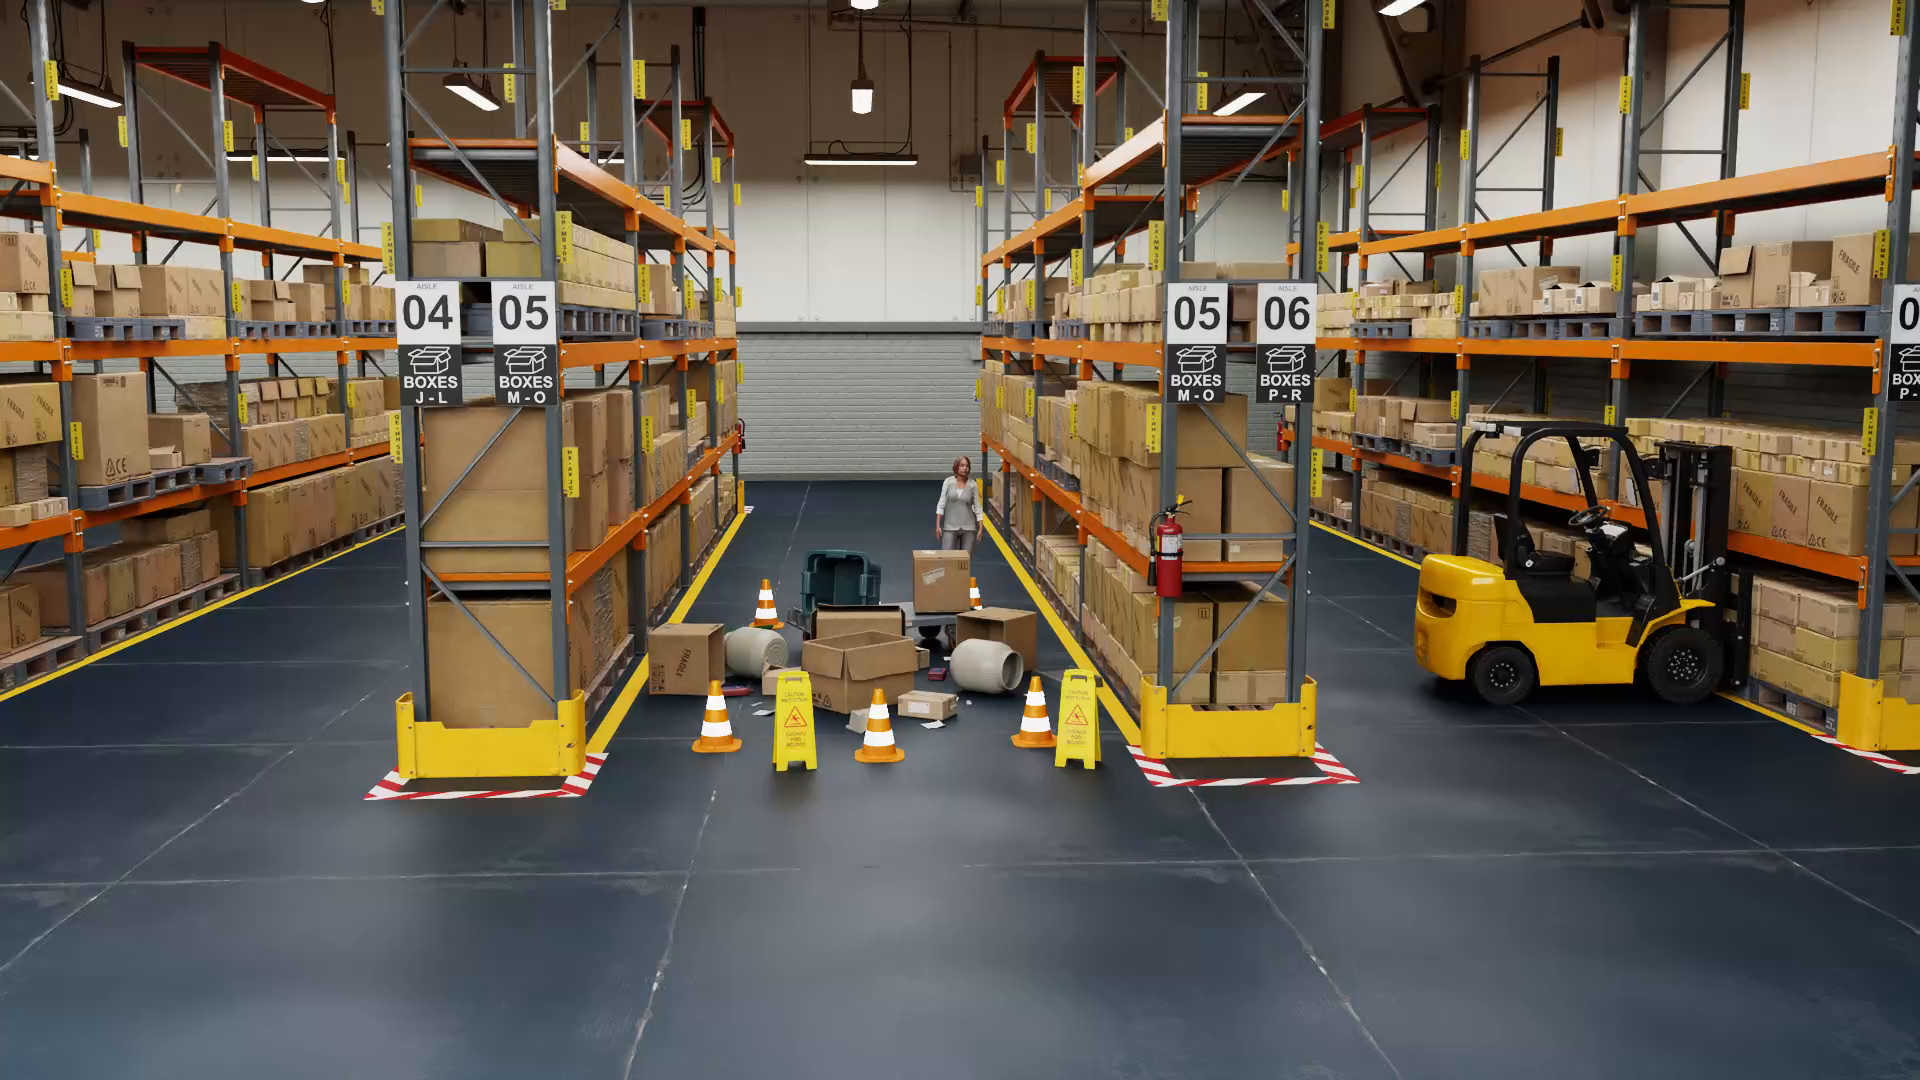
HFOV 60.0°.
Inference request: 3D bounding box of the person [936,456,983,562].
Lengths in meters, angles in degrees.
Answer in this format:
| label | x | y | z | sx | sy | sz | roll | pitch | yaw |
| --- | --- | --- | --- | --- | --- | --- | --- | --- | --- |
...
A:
| label | x | y | z | sx | sy | sz | roll | pitch | yaw |
| --- | --- | --- | --- | --- | --- | --- | --- | --- | --- |
| person | -0.009 | -0.073 | 17.318 | 0.521 | 1.597 | 0.475 | 0 | 7 | -4 |
